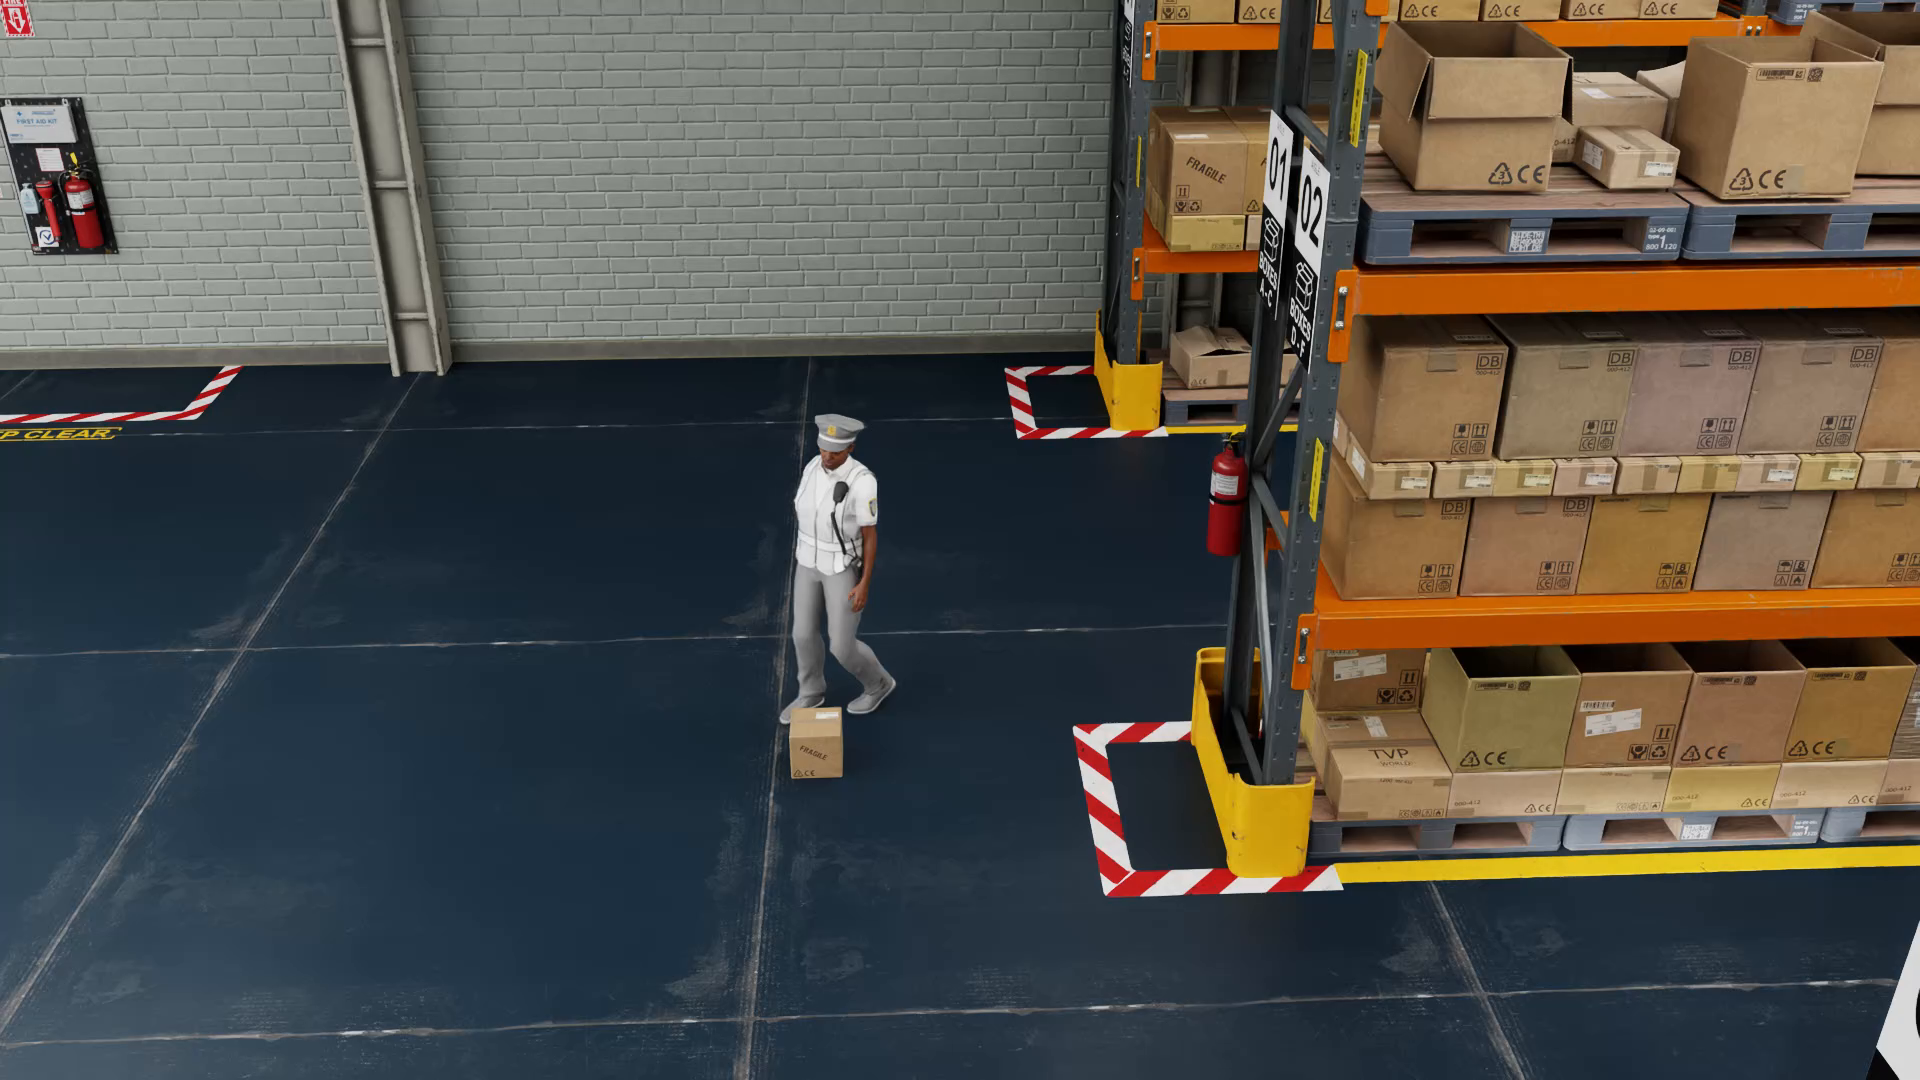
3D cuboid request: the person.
[{"bbox_3d":[-0.666,0.167,8.302,0.476,1.659,0.489,18,33,30],"label":"person"}]
